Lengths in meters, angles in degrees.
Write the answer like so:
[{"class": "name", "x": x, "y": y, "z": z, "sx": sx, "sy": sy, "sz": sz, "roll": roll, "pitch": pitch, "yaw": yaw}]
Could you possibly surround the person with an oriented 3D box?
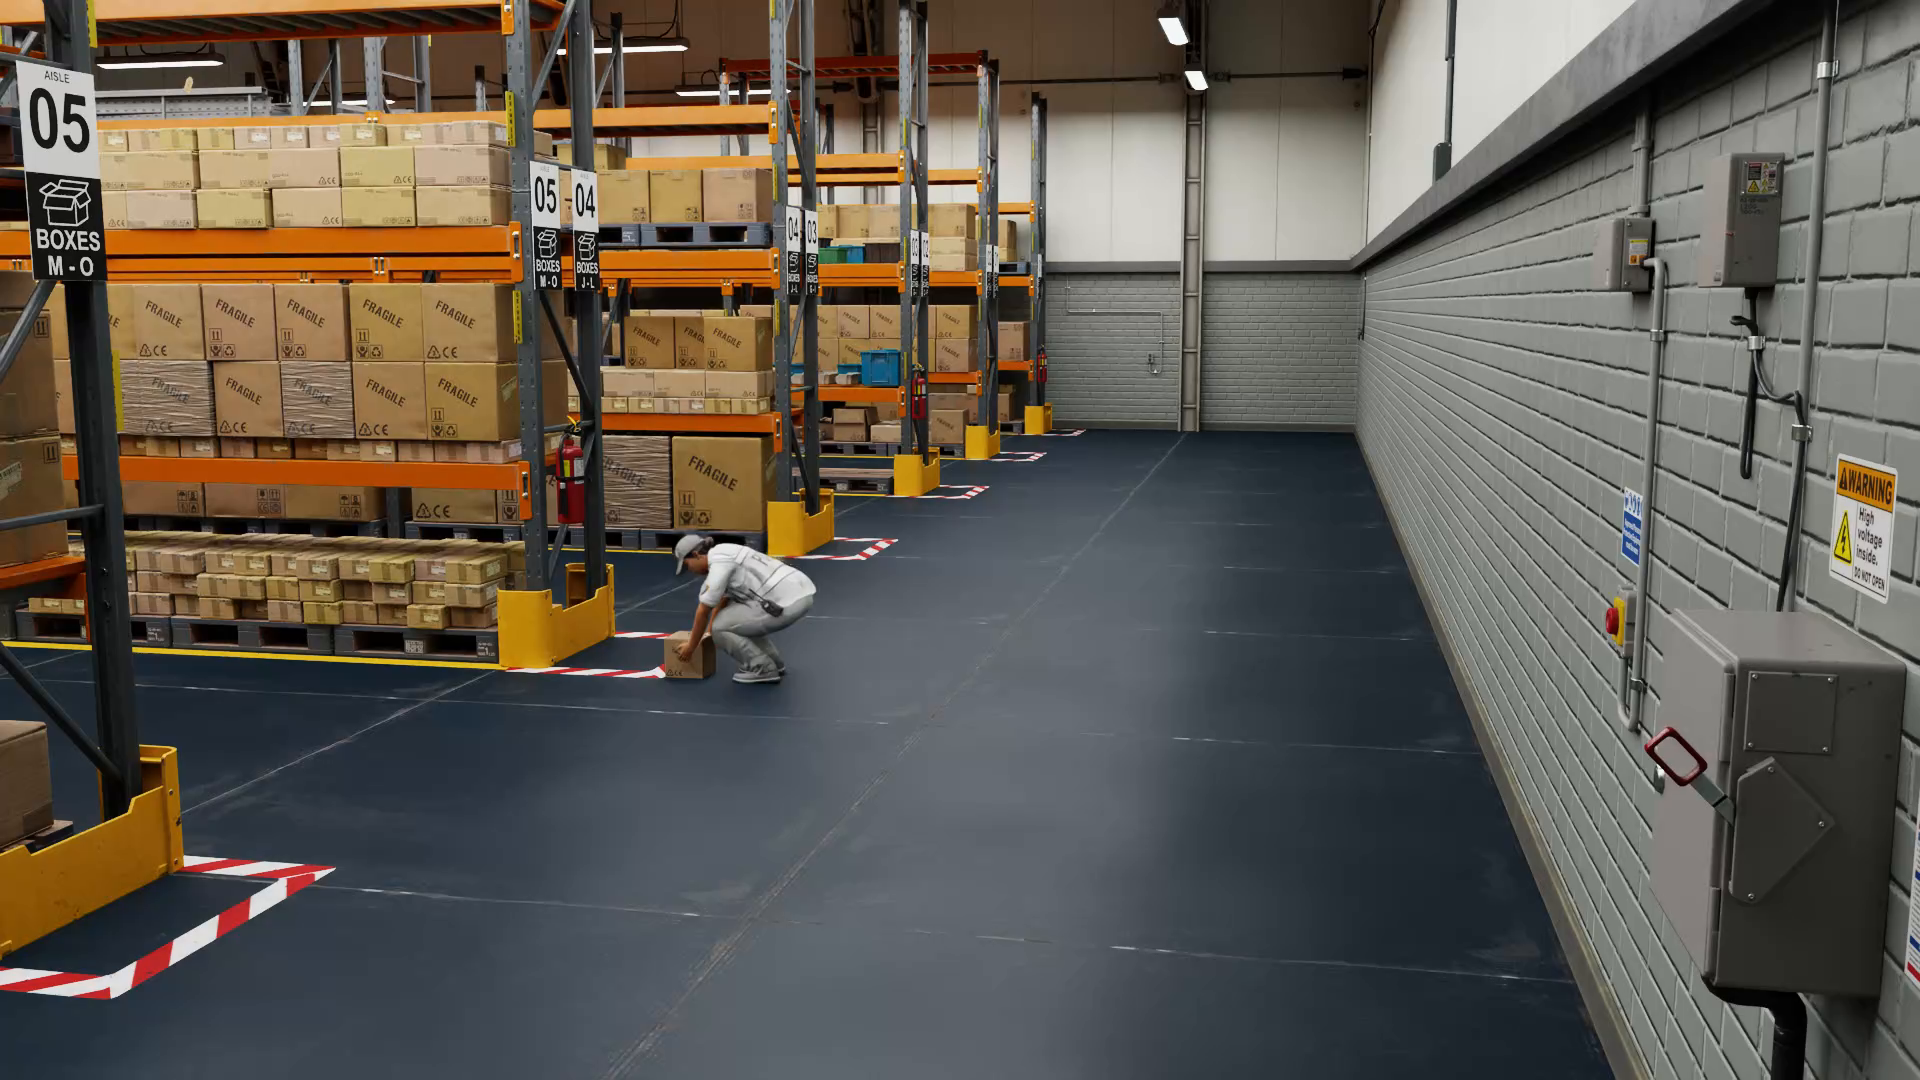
[{"class": "person", "x": -1.350, "y": 0.418, "z": 10.365, "sx": 0.838, "sy": 0.907, "sz": 0.516, "roll": 2, "pitch": 8, "yaw": 11}]
